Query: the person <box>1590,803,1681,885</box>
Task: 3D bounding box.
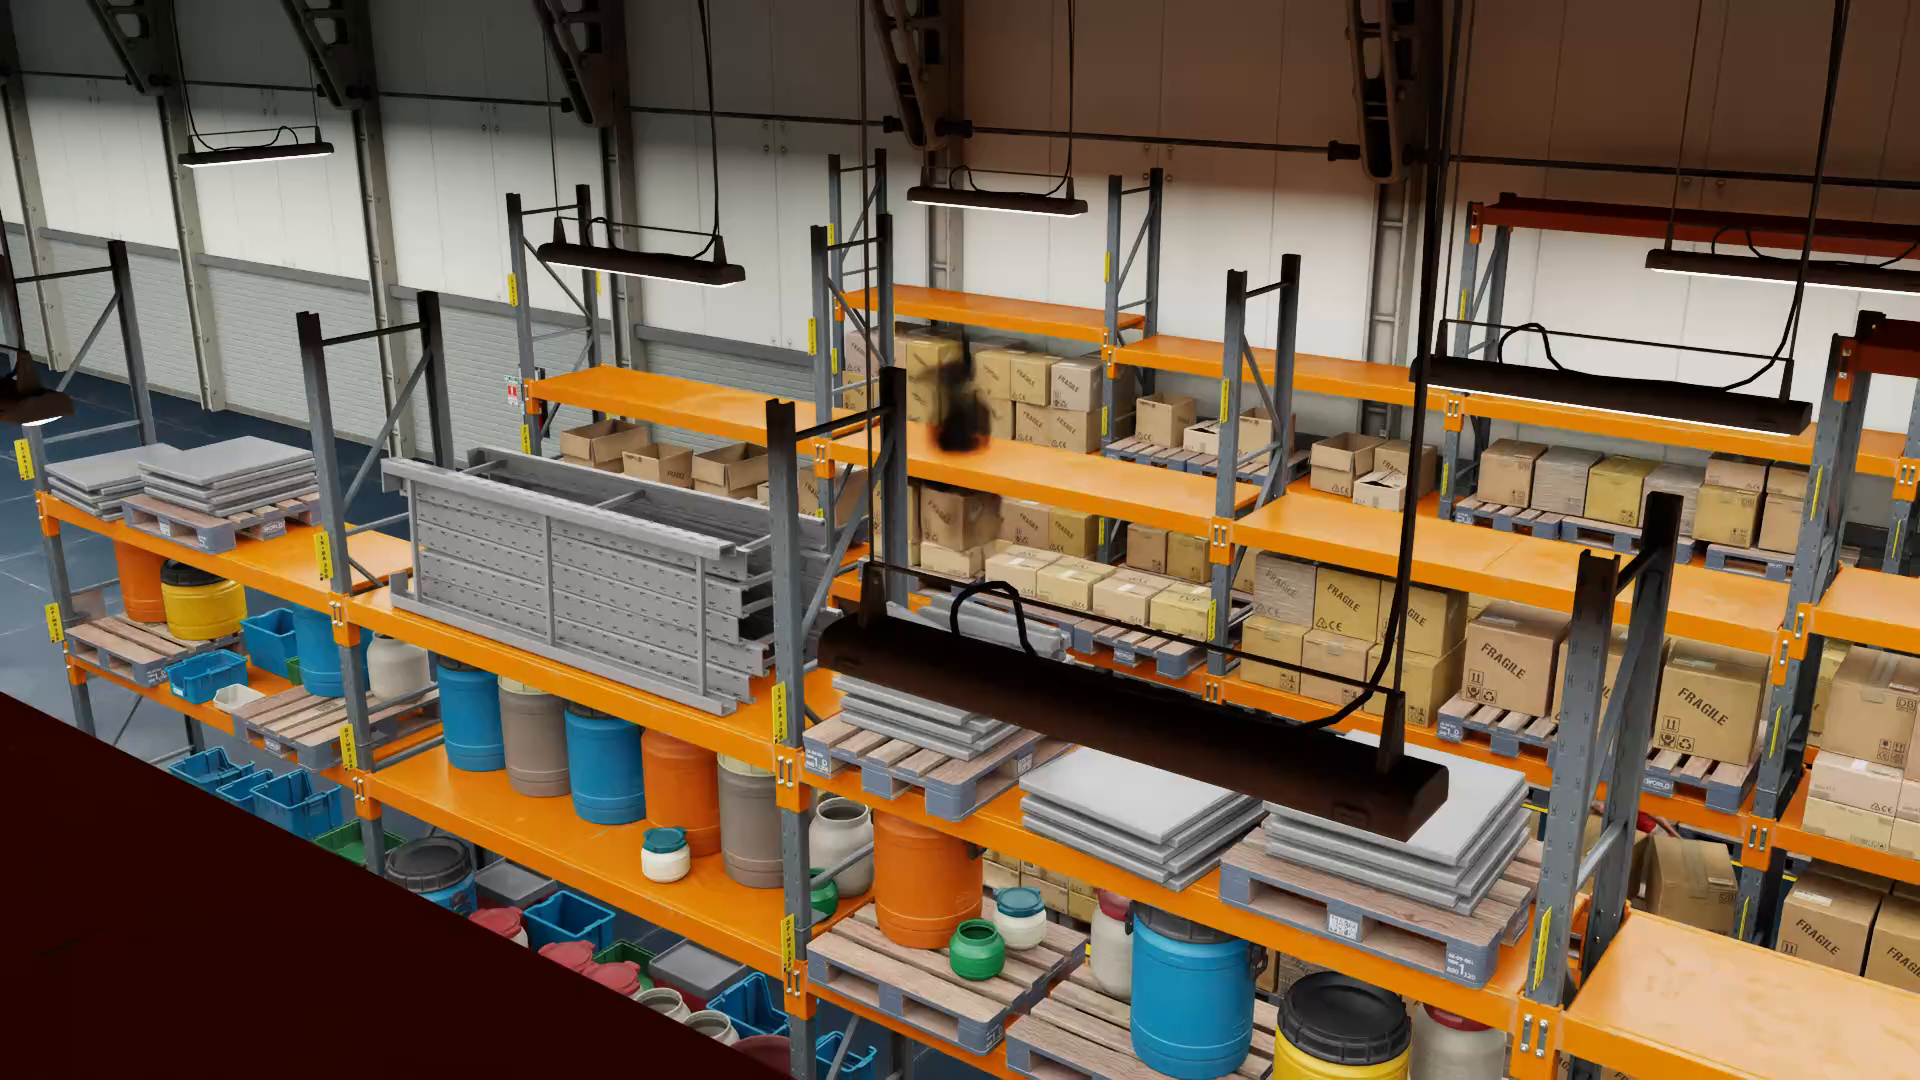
[{"bbox_3d":[5.955,2.714,14.737,1.021,1.451,0.679,7,20,19],"label":"person"}]
